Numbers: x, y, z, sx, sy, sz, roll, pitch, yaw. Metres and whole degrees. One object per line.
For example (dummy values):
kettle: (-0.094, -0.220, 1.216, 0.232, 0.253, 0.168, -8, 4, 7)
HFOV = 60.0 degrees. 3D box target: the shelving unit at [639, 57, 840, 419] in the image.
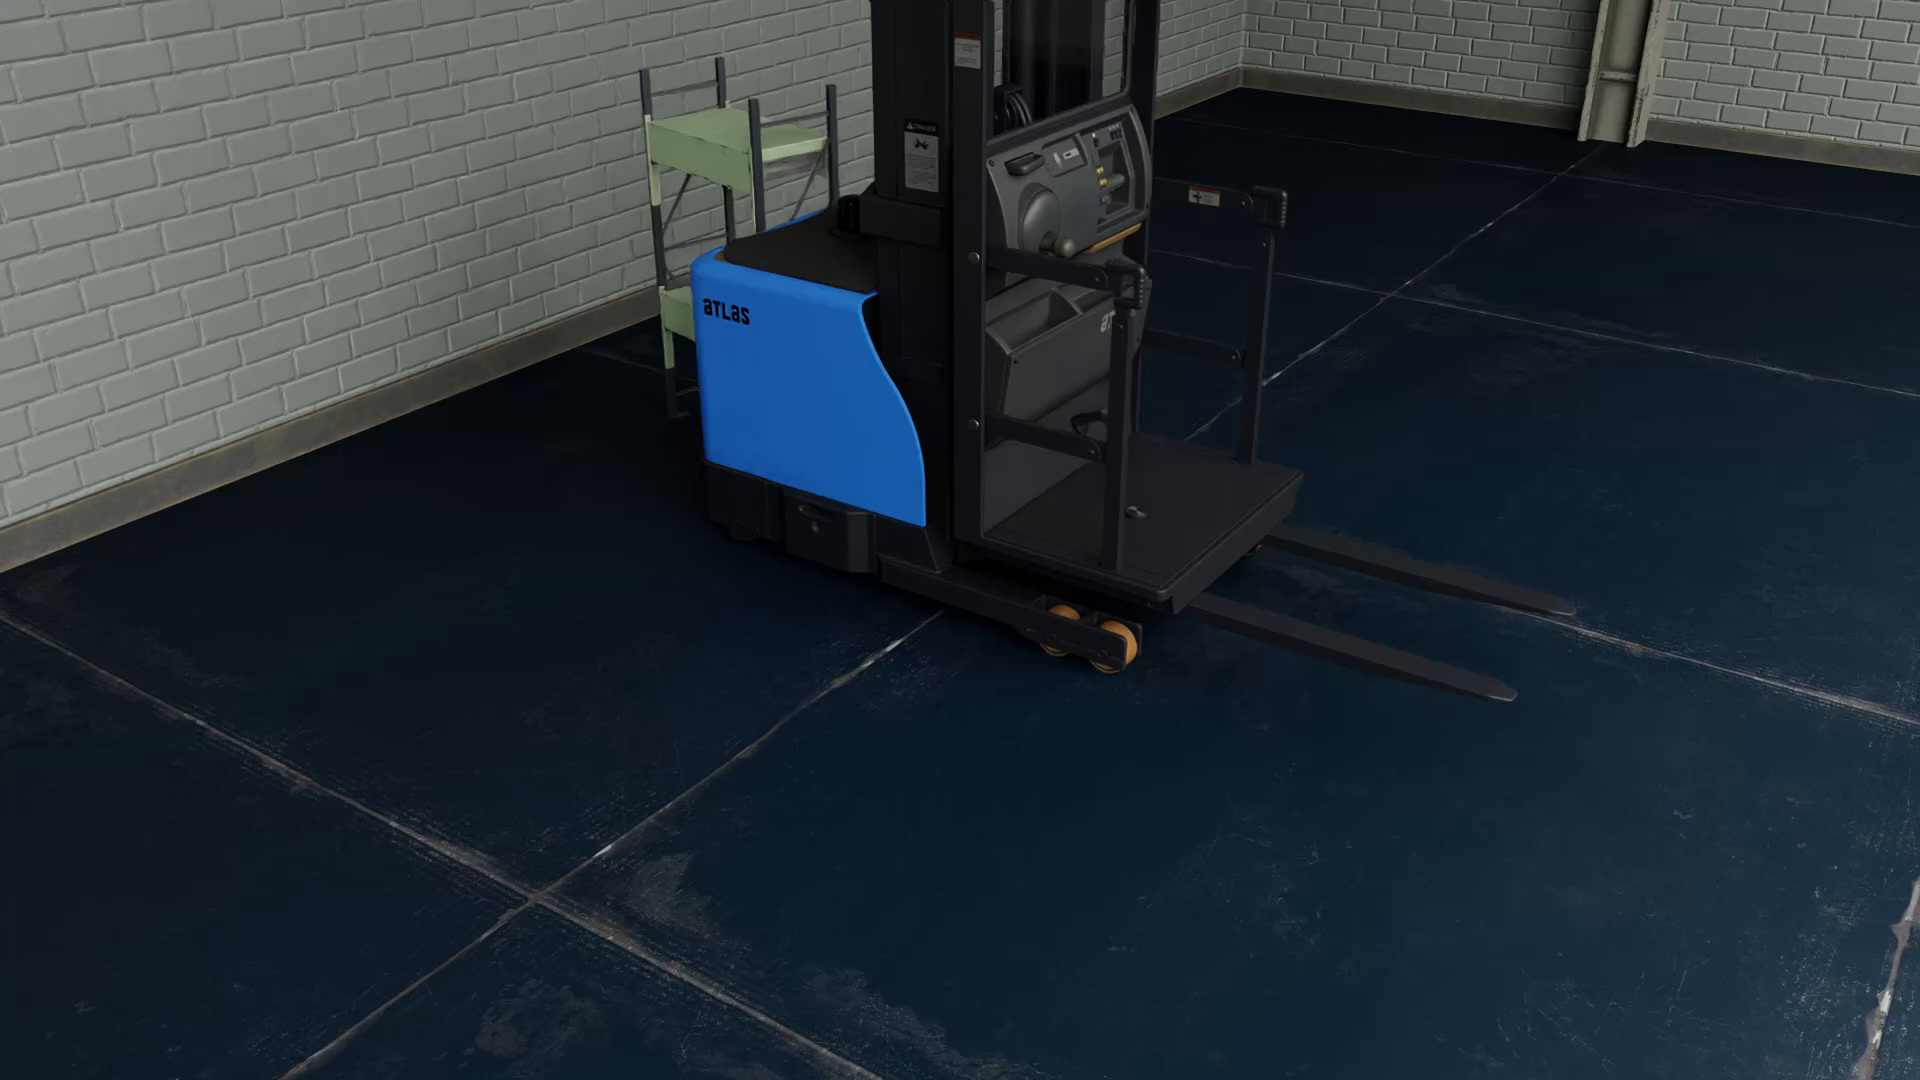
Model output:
shelving unit: (-0.877, -1.140, 6.836, 0.431, 1.500, 0.755, -23, 35, -37)

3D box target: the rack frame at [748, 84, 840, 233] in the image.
rack frame: (-0.629, -1.018, 6.596, 0.400, 1.500, 0.023, -23, 35, -37)

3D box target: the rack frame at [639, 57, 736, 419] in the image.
rack frame: (-1.125, -1.262, 7.076, 0.400, 1.500, 0.023, -23, 35, -37)

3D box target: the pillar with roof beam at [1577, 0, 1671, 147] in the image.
pillar with roof beam: (2.209, -5.261, 6.666, 0.400, 9.000, 9.100, 17, 32, 30)

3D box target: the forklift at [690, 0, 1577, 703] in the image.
forklift: (0.538, -1.148, 5.275, 3.031, 2.935, 1.130, 17, 32, 30)

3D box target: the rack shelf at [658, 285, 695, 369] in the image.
rack shelf: (-0.877, -0.849, 6.984, 0.431, 0.370, 0.720, -23, 35, -37)

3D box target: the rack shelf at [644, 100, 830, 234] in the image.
rack shelf: (-0.877, -1.488, 6.659, 0.431, 0.370, 0.720, -23, 35, -37)
